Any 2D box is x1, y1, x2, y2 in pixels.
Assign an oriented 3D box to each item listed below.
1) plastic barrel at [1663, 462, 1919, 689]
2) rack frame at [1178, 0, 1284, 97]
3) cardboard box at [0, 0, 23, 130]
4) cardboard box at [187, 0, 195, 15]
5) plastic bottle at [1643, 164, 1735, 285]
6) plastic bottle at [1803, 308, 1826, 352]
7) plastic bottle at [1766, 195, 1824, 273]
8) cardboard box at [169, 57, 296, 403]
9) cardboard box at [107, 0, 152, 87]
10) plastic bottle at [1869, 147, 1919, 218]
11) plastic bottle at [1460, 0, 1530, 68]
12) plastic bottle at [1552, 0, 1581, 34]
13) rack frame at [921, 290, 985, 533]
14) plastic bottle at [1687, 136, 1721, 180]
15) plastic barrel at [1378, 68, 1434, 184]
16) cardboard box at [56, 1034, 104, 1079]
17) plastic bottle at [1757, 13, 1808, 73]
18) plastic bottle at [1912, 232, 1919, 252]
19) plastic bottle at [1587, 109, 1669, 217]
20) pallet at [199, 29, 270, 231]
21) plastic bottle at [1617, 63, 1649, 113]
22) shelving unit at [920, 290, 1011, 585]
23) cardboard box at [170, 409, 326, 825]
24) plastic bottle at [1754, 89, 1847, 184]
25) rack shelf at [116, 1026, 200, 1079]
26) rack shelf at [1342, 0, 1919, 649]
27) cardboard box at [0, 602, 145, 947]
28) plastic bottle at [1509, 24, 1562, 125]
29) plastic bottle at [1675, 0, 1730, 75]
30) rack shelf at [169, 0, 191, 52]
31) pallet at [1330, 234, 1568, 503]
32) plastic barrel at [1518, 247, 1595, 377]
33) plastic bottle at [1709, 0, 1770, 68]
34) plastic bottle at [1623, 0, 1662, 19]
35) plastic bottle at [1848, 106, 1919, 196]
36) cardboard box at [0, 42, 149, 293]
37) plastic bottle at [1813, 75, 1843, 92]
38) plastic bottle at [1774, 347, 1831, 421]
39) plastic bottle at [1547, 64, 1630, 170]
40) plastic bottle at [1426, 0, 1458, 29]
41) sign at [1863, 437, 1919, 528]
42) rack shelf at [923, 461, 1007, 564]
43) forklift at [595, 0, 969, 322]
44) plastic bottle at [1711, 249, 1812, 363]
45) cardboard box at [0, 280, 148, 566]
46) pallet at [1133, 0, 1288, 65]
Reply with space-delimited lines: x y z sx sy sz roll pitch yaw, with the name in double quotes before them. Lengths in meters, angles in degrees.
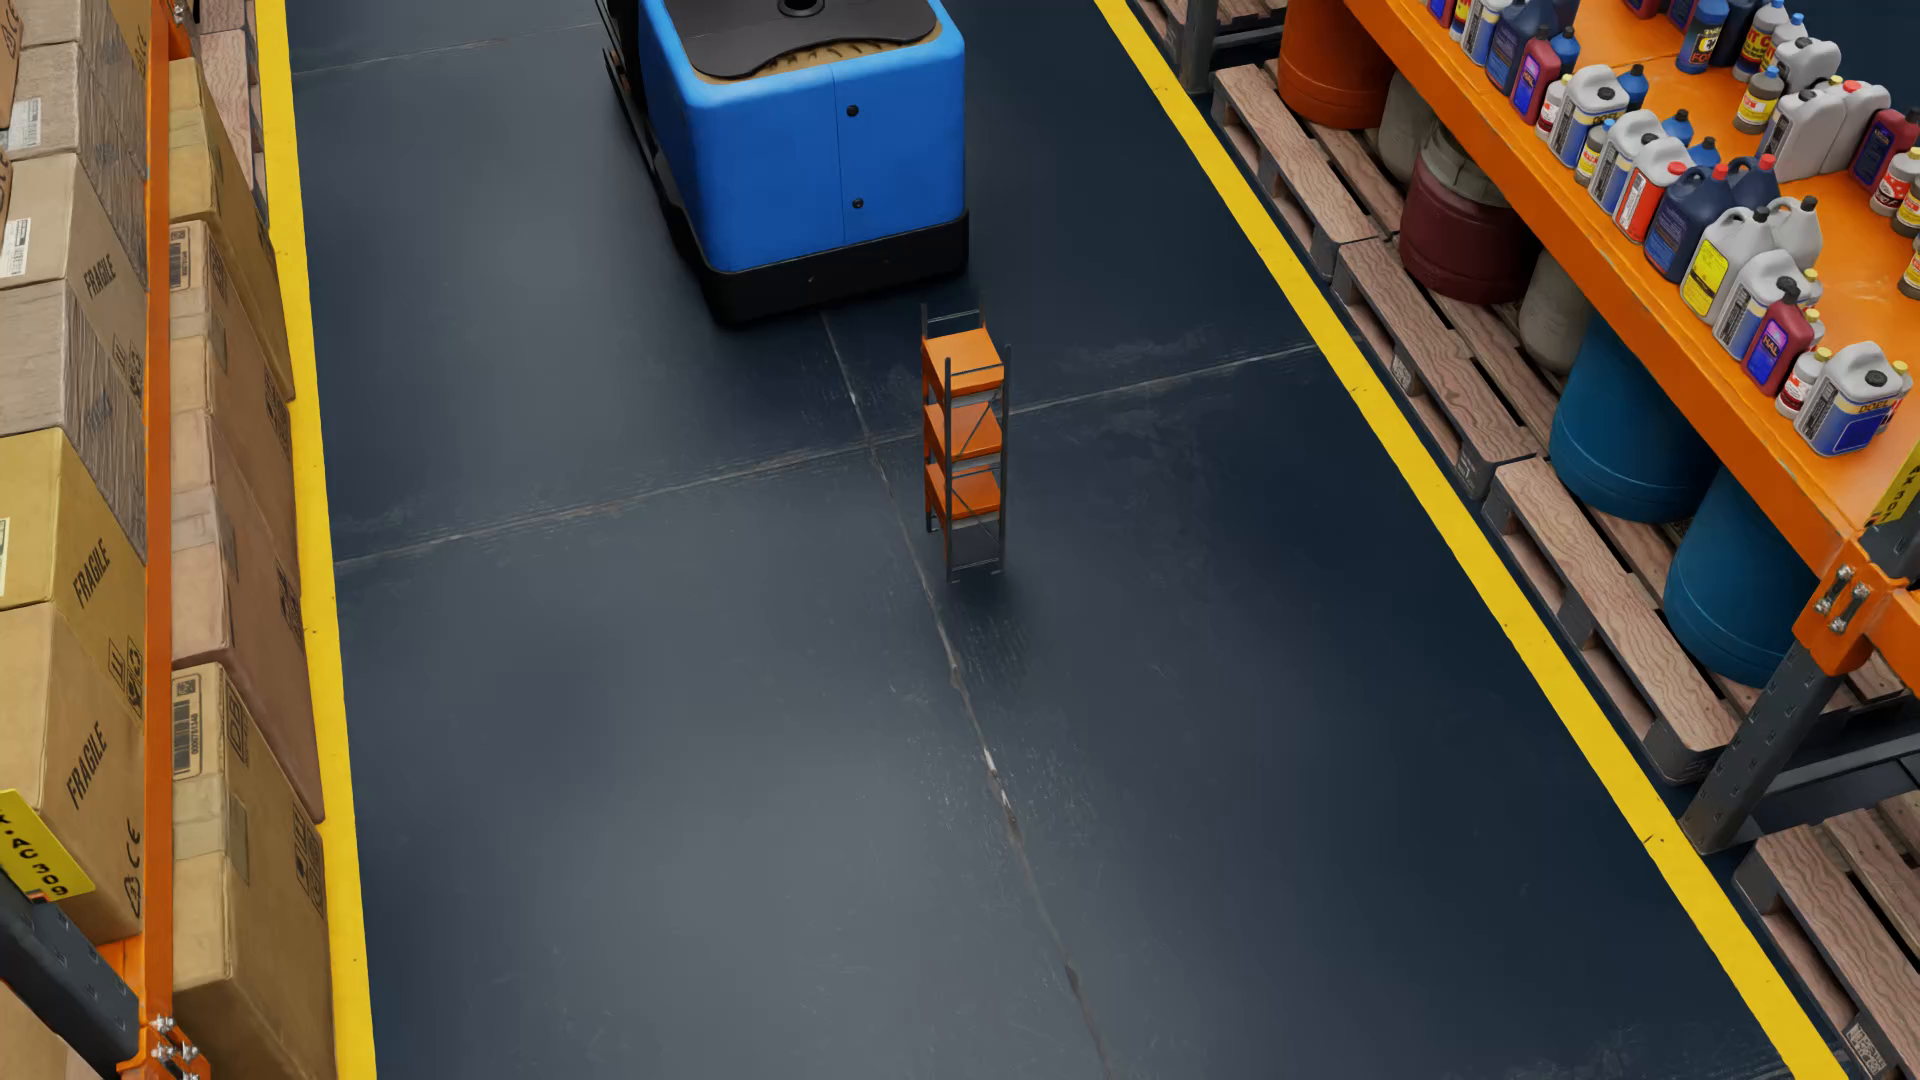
"plastic barrel" 2.517 -0.040 4.919 0.600 0.901 0.708 -13 51 -11
"rack frame" 1.479 -3.101 6.402 1.000 3.000 0.127 -13 51 -11
"cardboard box" -2.862 -1.322 4.181 0.797 0.503 0.637 -12 51 -10
"cardboard box" -3.820 -2.617 7.341 0.700 0.500 0.500 -9 51 -8
"plastic bottle" 2.023 -0.896 4.576 0.144 0.351 0.185 -13 51 -11
"plastic bottle" 2.194 -0.520 4.356 0.097 0.201 0.097 0 50 0
"plastic bottle" 2.215 -0.793 4.489 0.144 0.351 0.185 -13 51 -11
"cardboard box" -3.069 -0.923 5.681 1.225 0.875 0.875 -15 52 -13
"cardboard box" -2.870 -1.709 5.163 0.500 0.500 0.500 -12 51 -10
"plastic bottle" 2.715 -1.040 4.795 0.097 0.201 0.097 0 50 0
"plastic bottle" 1.708 -1.659 5.268 0.152 0.276 0.135 -13 51 -11
"plastic bottle" 1.857 -1.698 5.252 0.144 0.351 0.185 -13 51 -11
"rack frame" -0.020 -0.388 5.391 0.200 1.050 0.008 -13 51 -11
"plastic bottle" 2.093 -1.030 4.740 0.097 0.271 0.097 0 50 0
"plastic barrel" 1.892 -1.689 6.564 0.421 0.512 0.421 0 50 0
"cardboard box" -1.689 1.156 2.717 0.500 0.250 0.500 -14 51 -12
"plastic bottle" 2.538 -1.499 5.136 0.097 0.271 0.097 0 50 0
"plastic bottle" 2.772 -0.920 4.648 0.097 0.271 0.097 0 50 0
"plastic bottle" 1.939 -1.088 4.786 0.152 0.276 0.135 -13 51 -11
"pallet" -3.482 -1.653 7.006 1.003 0.211 1.213 -13 51 -11
"plastic bottle" 1.984 -1.297 4.966 0.097 0.271 0.097 0 50 0
"shelving unit" 0.016 -0.299 5.316 0.215 1.050 0.252 -13 51 -11
"cardboard box" -2.543 0.375 4.587 1.225 0.875 0.875 -15 51 -12
"plastic bottle" 2.470 -1.205 4.885 0.152 0.276 0.135 -13 51 -11
"rack shelf" -1.478 2.633 2.039 1.077 0.370 4.000 -13 51 -11
"rack shelf" 2.070 -1.408 5.446 1.077 0.370 4.000 -13 51 -11
"cardboard box" -1.967 0.516 3.288 0.500 0.500 0.500 -13 51 -11
"plastic bottle" 1.759 -1.418 5.060 0.061 0.283 0.133 -13 51 -11
"plastic bottle" 2.343 -1.608 5.228 0.097 0.271 0.097 0 50 0
"rack shelf" -3.844 -3.210 6.965 1.077 0.370 4.000 -13 51 -11
"pallet" 2.109 -0.746 6.241 1.003 0.211 1.213 -13 51 -11
"plastic barrel" 2.226 -0.864 5.869 0.421 0.512 0.421 0 50 0
"plastic bottle" 2.445 -1.693 5.248 0.144 0.351 0.185 -13 51 -11
"plastic bottle" 2.261 -1.862 5.434 0.061 0.283 0.133 -13 51 -11
"plastic bottle" 2.698 -1.155 4.838 0.061 0.283 0.133 -13 51 -11
"cardboard box" -2.572 -0.965 4.536 0.500 0.500 0.500 -15 51 -12
"plastic bottle" 2.607 -1.307 5.020 0.097 0.201 0.097 0 50 0
"plastic bottle" 2.176 -0.409 4.262 0.097 0.201 0.097 0 50 0
"plastic bottle" 1.871 -1.257 4.929 0.152 0.276 0.135 -13 51 -11
"plastic bottle" 1.596 -1.820 5.399 0.061 0.283 0.133 -13 51 -11
"sign" 2.136 -0.146 3.730 0.100 0.325 0.005 -13 51 -11
"rack shelf" 0.016 -0.113 5.536 0.215 0.259 0.240 -13 51 -11
"forklift" -0.946 -2.935 6.307 1.130 2.935 3.031 -16 52 -13
"plastic bottle" 2.128 -0.621 4.393 0.152 0.276 0.135 -13 51 -11
"cardboard box" -2.264 -0.217 3.905 0.500 0.500 0.500 -14 51 -12
"pallet" 1.287 -2.777 7.953 1.003 0.211 1.213 -13 51 -11
